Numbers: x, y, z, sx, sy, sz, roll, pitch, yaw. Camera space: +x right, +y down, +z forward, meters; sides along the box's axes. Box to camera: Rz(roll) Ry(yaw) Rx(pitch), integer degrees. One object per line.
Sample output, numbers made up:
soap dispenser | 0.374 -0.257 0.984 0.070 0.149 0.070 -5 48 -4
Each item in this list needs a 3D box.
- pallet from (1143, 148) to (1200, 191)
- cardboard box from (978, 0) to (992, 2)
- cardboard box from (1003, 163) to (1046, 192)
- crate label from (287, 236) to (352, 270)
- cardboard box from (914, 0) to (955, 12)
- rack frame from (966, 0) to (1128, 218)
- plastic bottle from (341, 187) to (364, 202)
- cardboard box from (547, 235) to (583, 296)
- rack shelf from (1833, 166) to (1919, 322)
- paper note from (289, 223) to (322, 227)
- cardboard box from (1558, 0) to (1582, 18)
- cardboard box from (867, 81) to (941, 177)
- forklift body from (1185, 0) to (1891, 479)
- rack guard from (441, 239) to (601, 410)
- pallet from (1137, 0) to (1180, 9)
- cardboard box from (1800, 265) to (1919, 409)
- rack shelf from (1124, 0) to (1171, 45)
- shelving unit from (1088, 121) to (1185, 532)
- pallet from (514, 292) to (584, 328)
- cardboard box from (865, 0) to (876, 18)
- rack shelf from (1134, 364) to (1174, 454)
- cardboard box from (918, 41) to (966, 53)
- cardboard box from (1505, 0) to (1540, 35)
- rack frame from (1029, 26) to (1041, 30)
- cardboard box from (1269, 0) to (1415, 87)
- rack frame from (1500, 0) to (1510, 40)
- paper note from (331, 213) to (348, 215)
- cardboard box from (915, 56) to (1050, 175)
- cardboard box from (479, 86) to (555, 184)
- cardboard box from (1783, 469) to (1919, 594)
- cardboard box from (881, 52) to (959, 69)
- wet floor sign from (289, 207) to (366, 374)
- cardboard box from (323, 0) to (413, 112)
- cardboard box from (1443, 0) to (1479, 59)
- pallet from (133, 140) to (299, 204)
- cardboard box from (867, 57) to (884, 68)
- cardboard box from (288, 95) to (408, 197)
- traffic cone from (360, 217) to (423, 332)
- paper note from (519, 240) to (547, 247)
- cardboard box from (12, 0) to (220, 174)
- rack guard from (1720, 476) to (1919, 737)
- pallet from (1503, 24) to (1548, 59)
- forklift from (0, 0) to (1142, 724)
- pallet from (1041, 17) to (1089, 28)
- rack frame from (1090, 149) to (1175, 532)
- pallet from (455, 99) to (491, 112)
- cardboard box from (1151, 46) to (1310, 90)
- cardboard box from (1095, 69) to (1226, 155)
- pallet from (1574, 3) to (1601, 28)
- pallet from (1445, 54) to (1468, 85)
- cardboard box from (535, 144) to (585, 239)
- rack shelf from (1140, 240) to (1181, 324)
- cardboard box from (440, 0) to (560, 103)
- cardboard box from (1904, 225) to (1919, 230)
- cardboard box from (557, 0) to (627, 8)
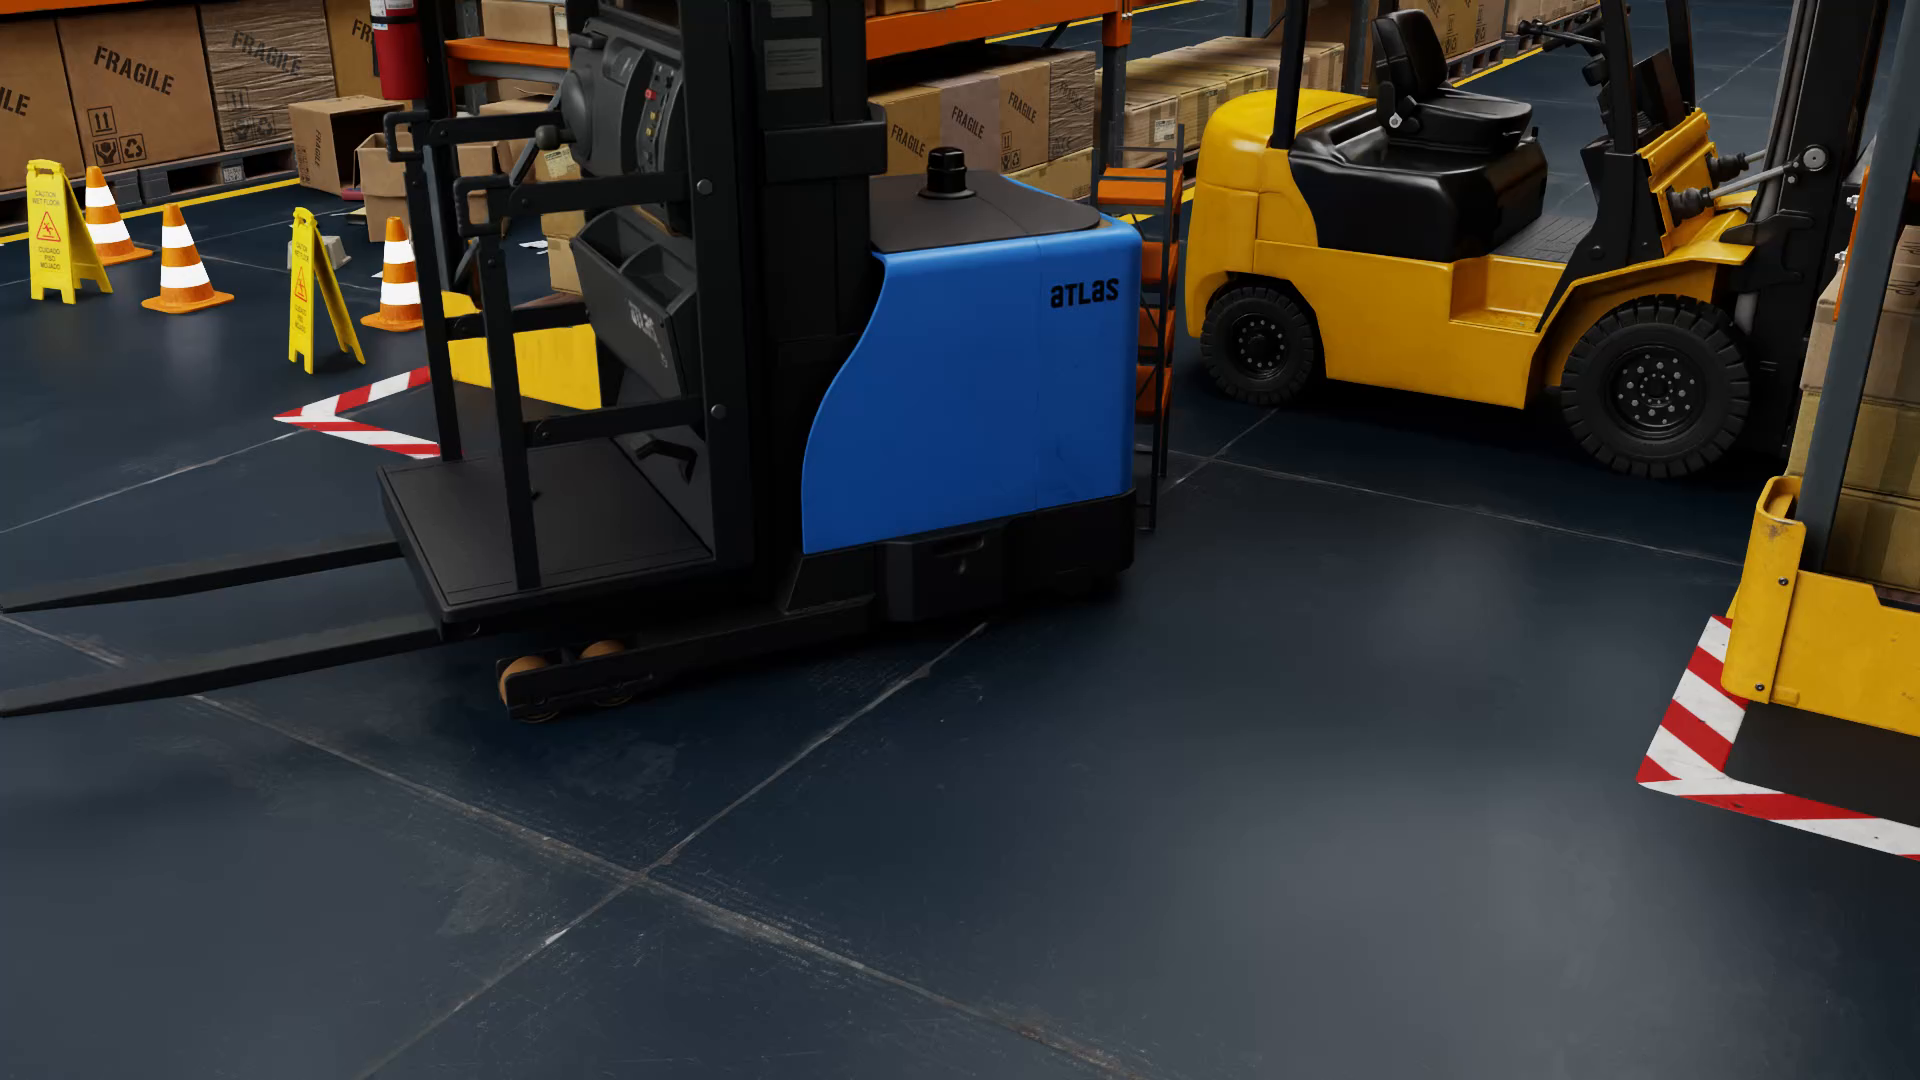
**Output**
pallet | 0.874 -2.298 10.292 1.003 0.211 1.213 14 27 29
cardboard box | 0.021 -2.683 7.988 0.380 0.149 0.250 13 27 28
cardboard box | 0.109 -1.807 8.582 0.500 0.250 0.500 13 27 28
crate label | -3.275 -1.462 8.455 0.250 0.136 0.298 1 23 2
cardboard box | -0.244 -2.508 7.585 0.380 0.149 0.250 14 27 29
rack frame | 0.465 -3.314 9.130 1.000 3.000 0.127 14 27 29
plastic bottle | -3.535 -2.063 9.939 0.283 0.061 0.133 5 24 11
cardboard box | -1.435 -1.232 7.253 0.500 0.250 0.500 14 27 29
rack shelf | 3.629 -1.270 5.314 1.077 0.370 4.000 14 27 29
paper note | -3.656 -1.763 9.287 0.142 0.017 0.144 -17 29 -35
cardboard box | 6.056 -5.827 17.631 0.875 0.438 0.875 15 27 30
cardboard box | -0.429 -1.807 7.636 0.500 0.500 0.500 14 27 30
forklift body | 2.024 -1.558 6.142 2.313 2.155 1.214 14 27 29
rack guard | -1.605 -0.843 6.567 1.175 0.500 0.348 14 27 29
pallet | 2.037 -6.795 20.682 1.003 0.211 1.213 14 27 29
cardboard box | 2.552 -0.536 4.386 0.500 0.250 0.500 15 28 31
rack shelf | 1.520 -3.659 10.832 1.077 0.370 4.000 14 27 29
shelving unit | 0.551 -0.684 5.319 0.258 1.200 0.503 4 24 10
pallet | -1.147 -0.977 7.241 1.003 0.211 1.213 14 27 29
cardboard box | -0.591 -2.353 7.226 0.380 0.149 0.250 15 28 31
rack shelf | 0.551 -0.440 5.425 0.258 0.148 0.480 4 24 10
cardboard box | -0.193 -2.715 8.917 0.380 0.149 0.250 14 27 30
cardboard box | 5.107 -5.221 16.230 0.875 0.438 0.875 13 27 28
rack frame | 0.426 -7.018 17.685 1.000 3.000 0.127 14 27 29
cardboard box | 3.010 -4.098 13.086 0.875 0.875 0.875 14 27 28
rack frame | 4.685 -6.014 15.367 1.000 3.000 0.127 14 27 29
paper note | -3.556 -1.877 9.574 0.123 0.001 0.032 -12 26 -26
cardboard box | 0.114 -2.161 8.455 0.500 0.500 0.500 14 27 30
cardboard box | -2.383 -2.322 9.809 0.797 0.637 0.503 14 27 29
cardboard box | 2.553 -0.081 4.594 0.500 0.250 0.500 14 27 29
cardboard box | -0.348 -2.264 8.691 0.500 0.500 0.500 15 28 31
wet floor sign | -2.655 -1.044 6.849 0.232 0.644 0.267 -17 29 -35
cardboard box | -4.185 -3.337 11.330 0.875 0.875 0.875 14 27 30
cardboard box | 3.956 -4.699 14.476 0.875 0.875 0.875 15 27 30
pallet | -4.904 -2.384 10.491 1.003 0.211 1.213 14 27 29
cardboard box | -0.602 -2.449 8.304 0.380 0.149 0.250 16 28 32
cardboard box | -3.741 -2.432 10.236 0.500 0.500 0.500 20 30 38
traffic cone | -2.514 -1.215 7.475 0.336 0.463 0.334 14 27 29
paper note | -2.262 -1.588 8.894 0.142 0.019 0.148 -17 29 -35
cardboard box | -5.140 -2.725 9.915 0.875 0.875 0.875 13 27 28
rack guard | 2.561 0.230 4.089 1.175 0.500 0.348 14 27 29
pallet | 5.152 -4.975 16.476 1.003 0.211 1.213 14 27 29
forklift | -1.041 -1.123 4.155 3.031 2.935 1.130 -11 26 -24
pallet | 0.750 -5.972 18.779 1.003 0.211 1.213 14 27 29
rack frame | 0.506 -0.589 5.099 0.240 1.200 0.015 4 24 10
pallet | -3.451 -3.314 12.639 1.003 0.211 1.213 14 27 29
cardboard box | 1.886 -3.212 11.672 0.950 0.372 0.625 13 27 28
cardboard box | 1.116 -2.722 10.541 0.950 0.372 0.625 16 28 32
pallet | 6.439 -5.798 18.378 1.003 0.211 1.213 14 27 29
pallet | 3.699 -4.045 14.328 1.003 0.211 1.213 14 27 29
cardboard box | -1.444 -1.564 7.076 0.500 0.500 0.500 14 27 29
rack shelf | 0.551 -0.827 5.257 0.258 0.148 0.480 4 24 10
cardboard box | -3.543 -3.706 12.338 1.050 0.750 0.750 14 27 29
cardboard box | 3.074 -0.882 5.185 0.500 0.250 0.500 14 27 30
cardboard box | -1.160 -2.248 6.168 0.500 0.500 0.500 13 27 28
